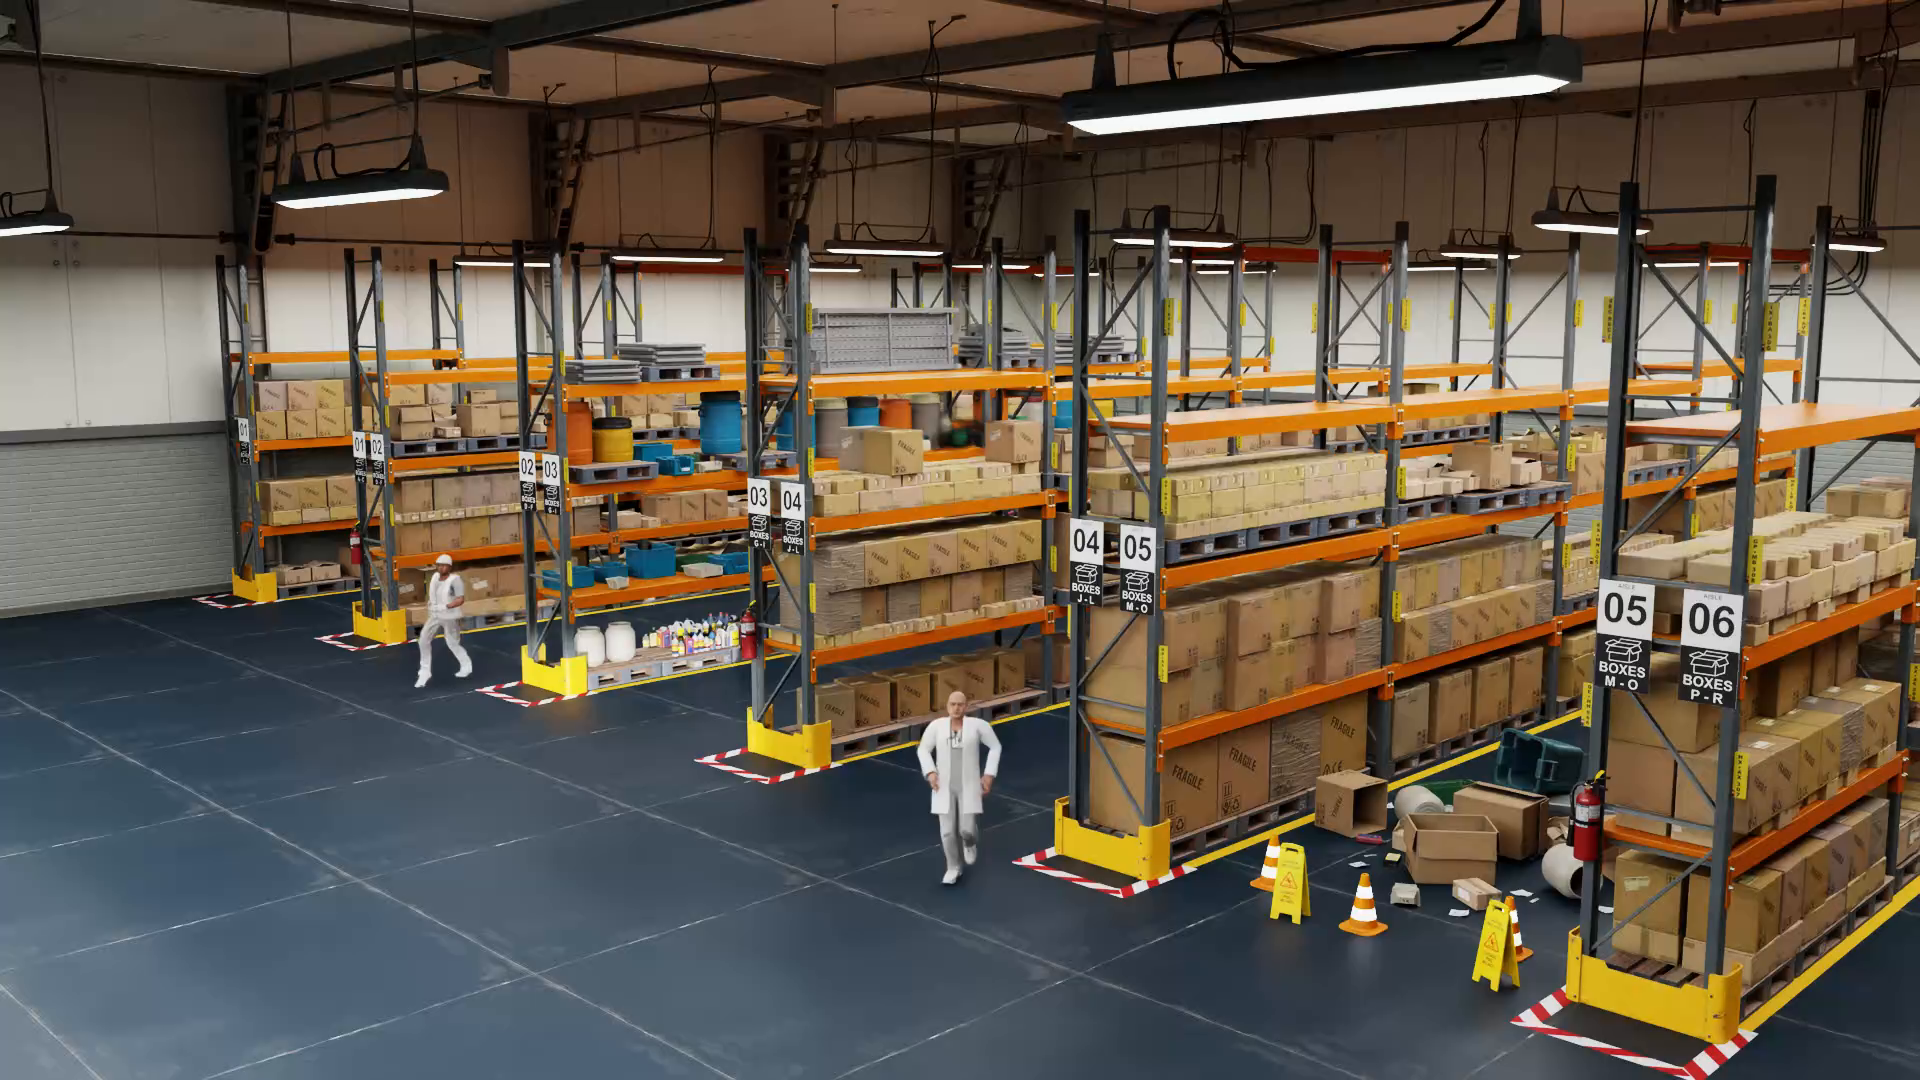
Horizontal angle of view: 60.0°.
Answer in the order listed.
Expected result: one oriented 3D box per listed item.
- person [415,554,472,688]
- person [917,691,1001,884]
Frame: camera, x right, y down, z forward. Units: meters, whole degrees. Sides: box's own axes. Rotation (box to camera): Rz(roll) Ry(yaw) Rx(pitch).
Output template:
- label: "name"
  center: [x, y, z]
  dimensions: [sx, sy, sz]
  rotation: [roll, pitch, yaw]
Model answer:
- label: "person"
  center: [-7.015, 1.090, 22.673]
  dimensions: [0.688, 1.822, 0.821]
  rotation: [4, 9, 27]
- label: "person"
  center: [-0.012, 2.205, 14.946]
  dimensions: [0.756, 1.731, 0.650]
  rotation: [1, 8, 4]
